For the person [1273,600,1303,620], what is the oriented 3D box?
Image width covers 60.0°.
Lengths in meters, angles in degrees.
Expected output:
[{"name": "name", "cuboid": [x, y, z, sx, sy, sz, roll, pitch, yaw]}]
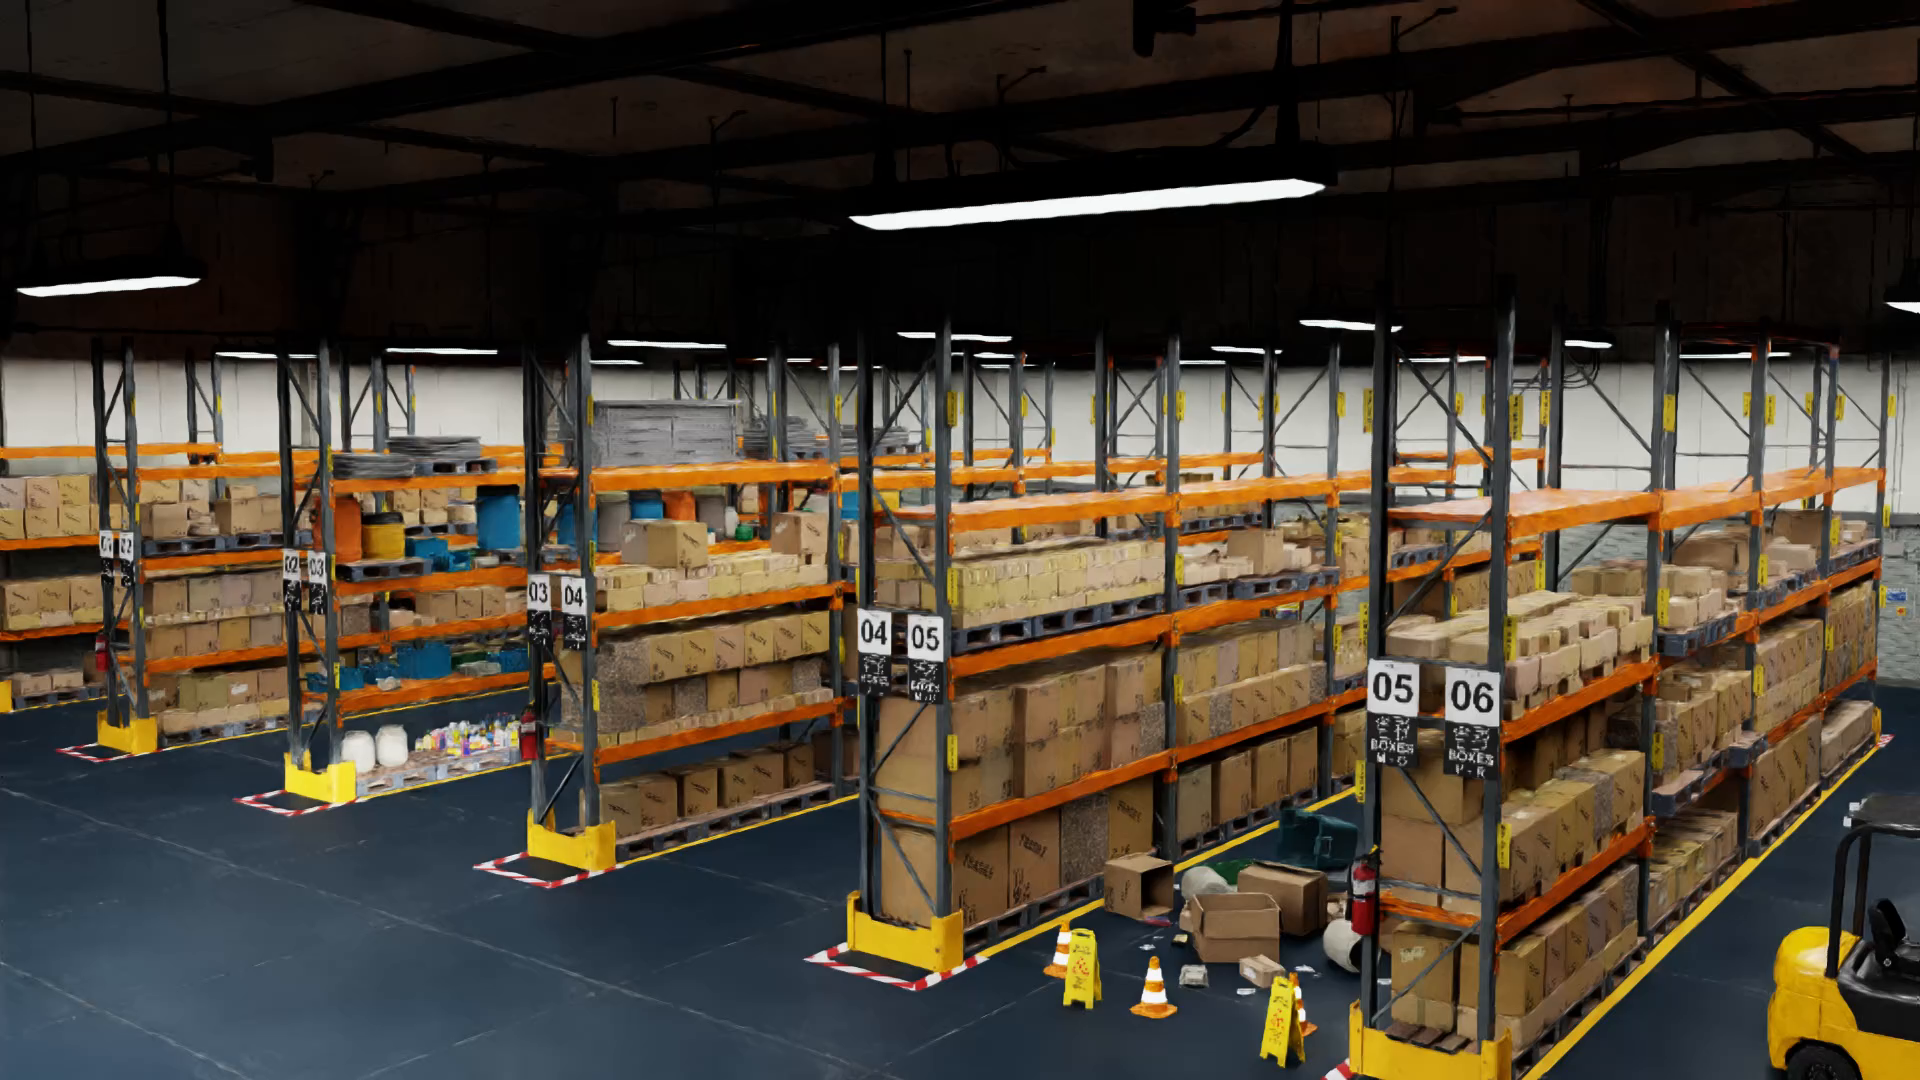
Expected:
[{"name": "person", "cuboid": [6.521, 1.413, 33.102, 0.616, 1.760, 0.572, 0, 5, 1]}]
